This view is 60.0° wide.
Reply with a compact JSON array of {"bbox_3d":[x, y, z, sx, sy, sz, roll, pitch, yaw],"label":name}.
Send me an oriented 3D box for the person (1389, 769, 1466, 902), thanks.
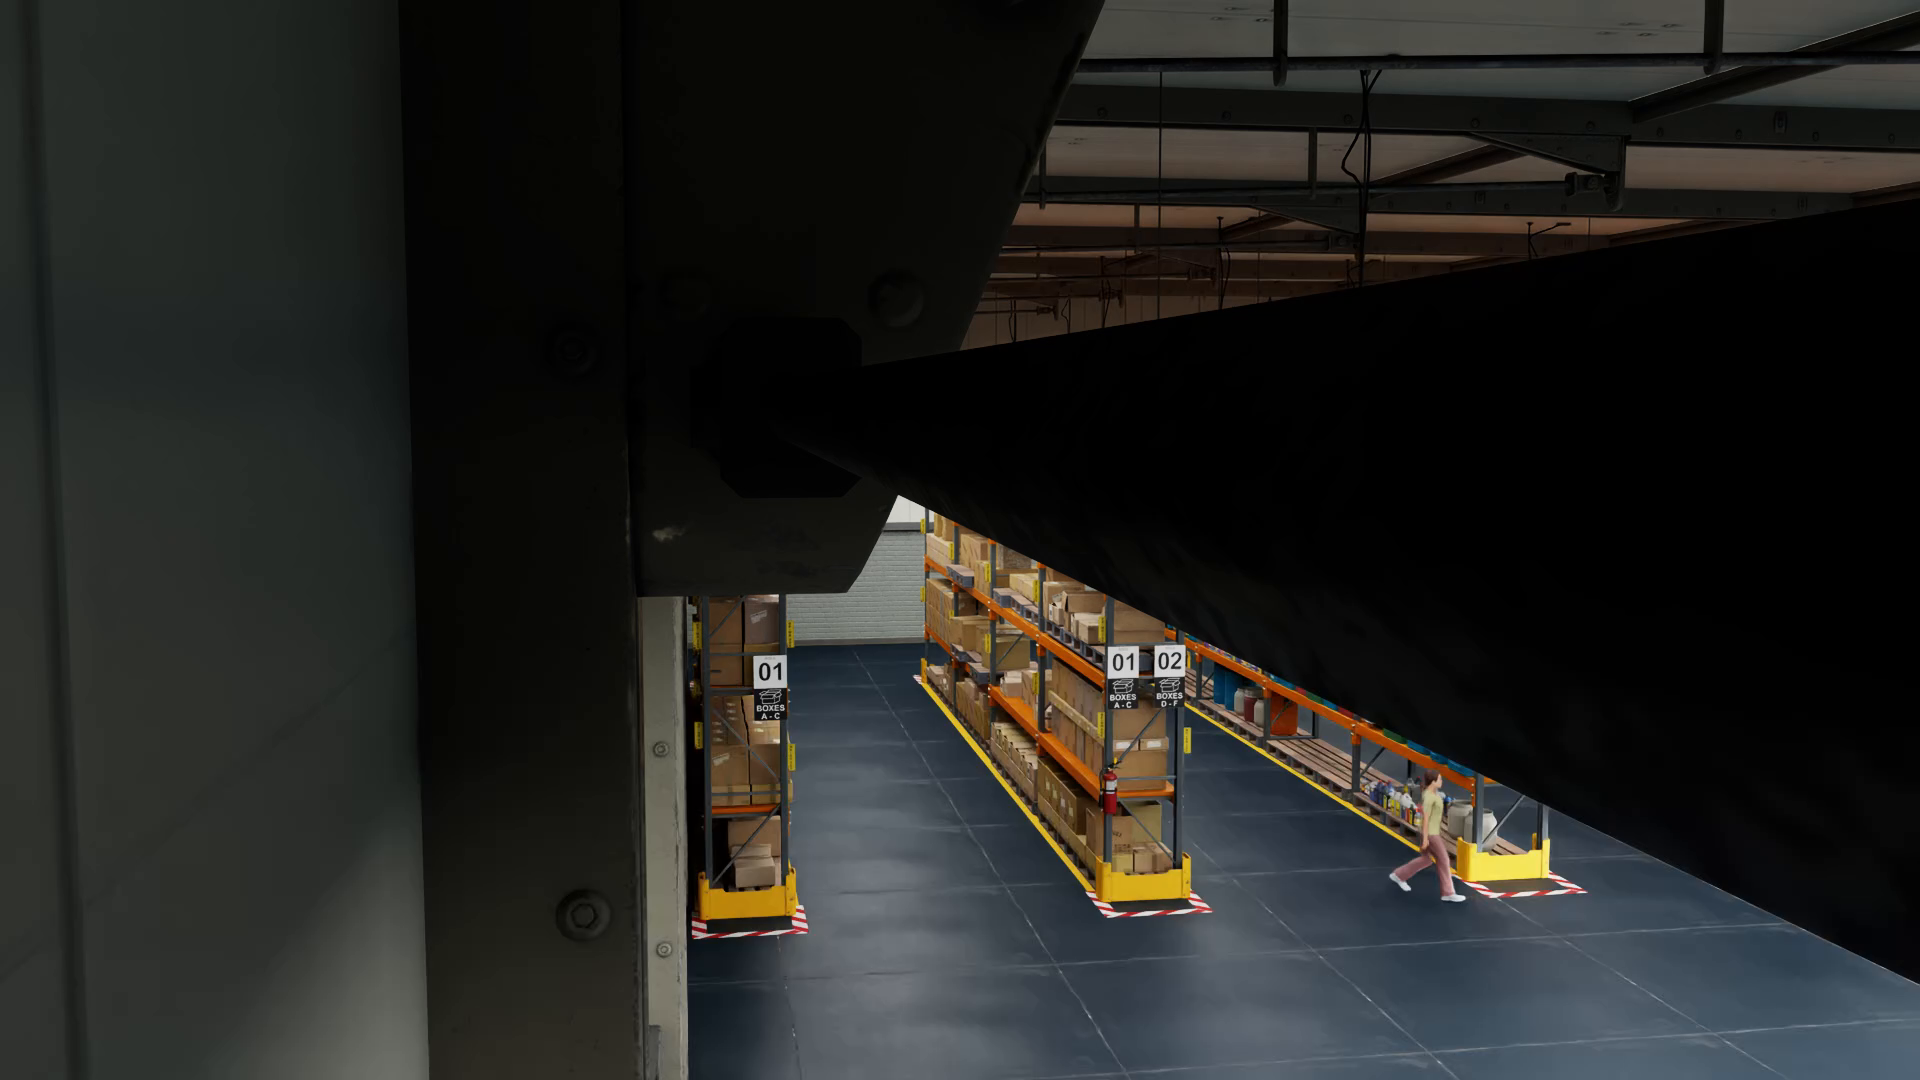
[{"bbox_3d":[5.868,3.674,20.842,0.922,1.635,0.484,1,5,13],"label":"person"}]
